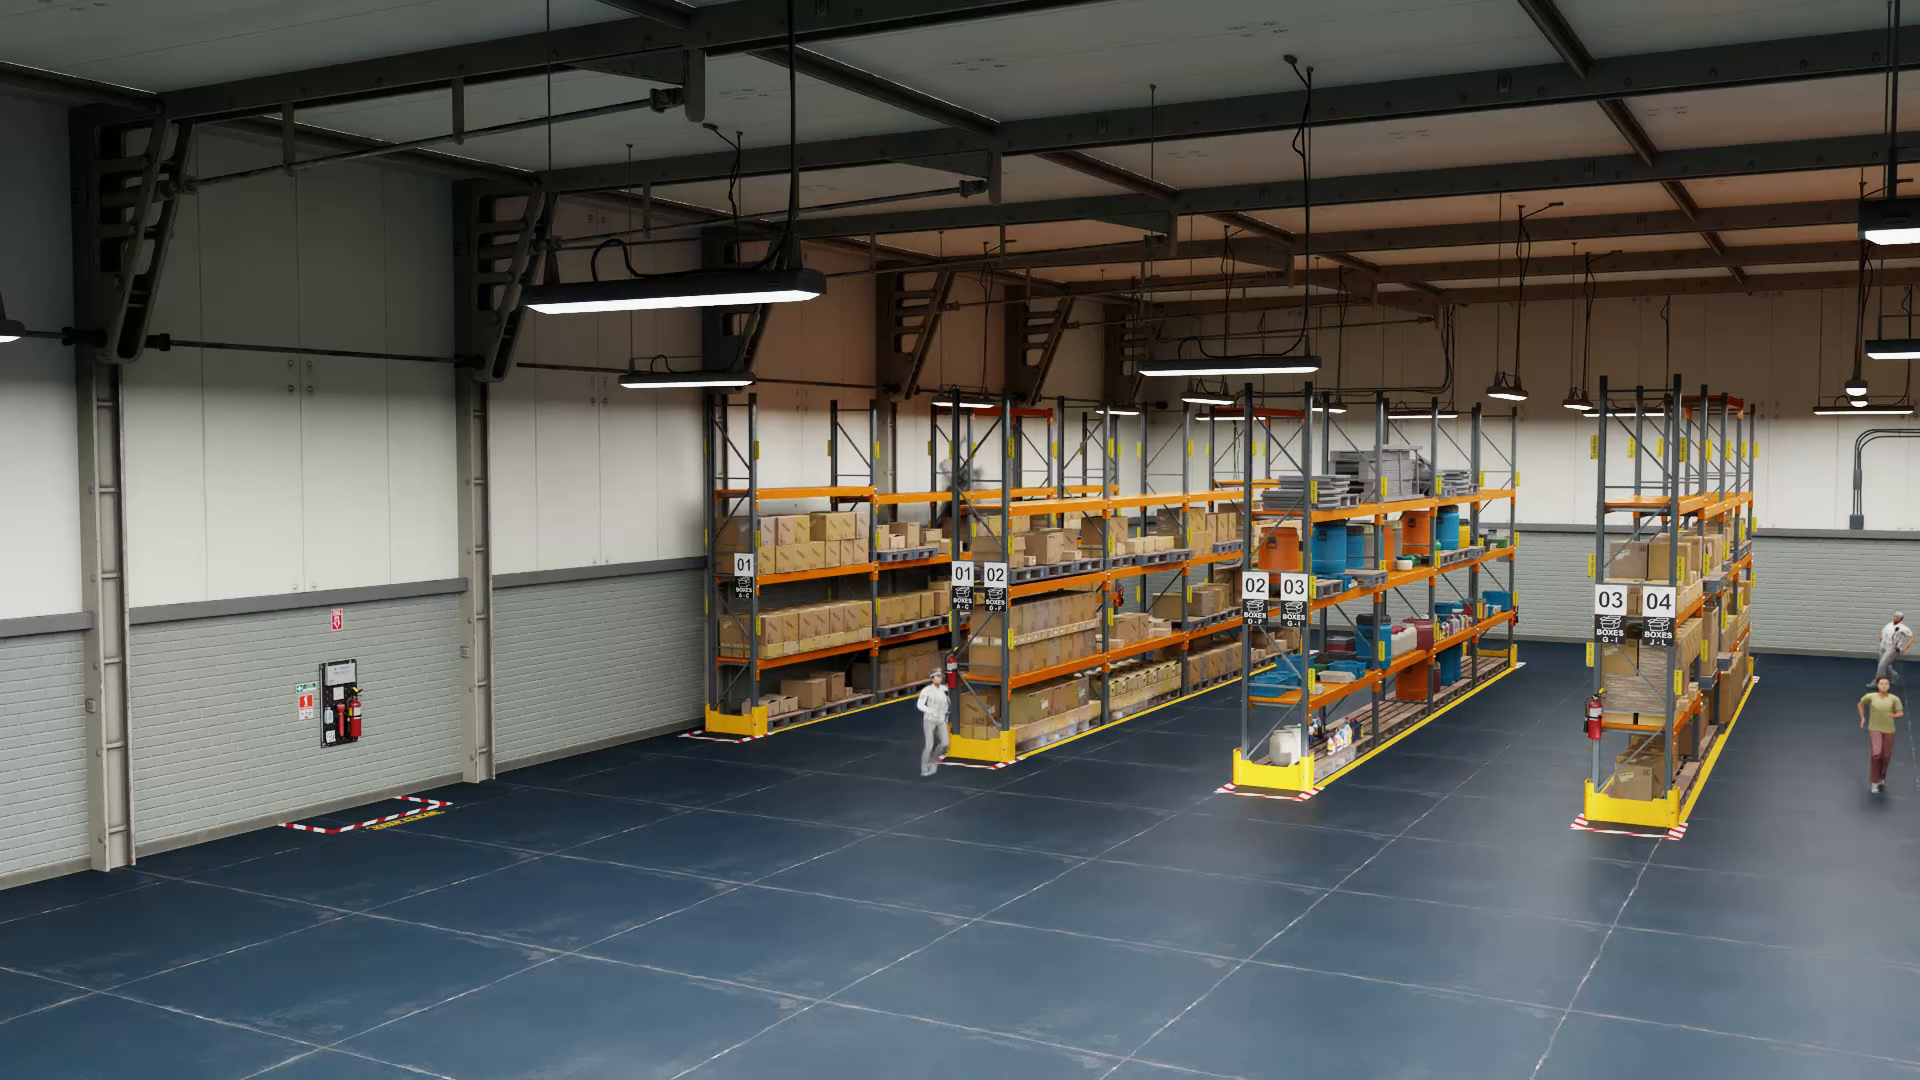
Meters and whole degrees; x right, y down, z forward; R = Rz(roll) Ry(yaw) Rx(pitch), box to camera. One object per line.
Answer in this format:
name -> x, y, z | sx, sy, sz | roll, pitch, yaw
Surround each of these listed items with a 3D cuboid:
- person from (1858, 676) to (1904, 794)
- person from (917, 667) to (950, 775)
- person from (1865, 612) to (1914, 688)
person -> 13.520, 2.848, 24.408 | 0.543, 1.720, 0.723 | 1, 3, 17
person -> -0.351, 2.787, 25.522 | 0.622, 1.667, 0.550 | -1, 3, -25
person -> 19.446, 2.297, 34.799 | 0.894, 1.604, 0.657 | -1, 3, -11
